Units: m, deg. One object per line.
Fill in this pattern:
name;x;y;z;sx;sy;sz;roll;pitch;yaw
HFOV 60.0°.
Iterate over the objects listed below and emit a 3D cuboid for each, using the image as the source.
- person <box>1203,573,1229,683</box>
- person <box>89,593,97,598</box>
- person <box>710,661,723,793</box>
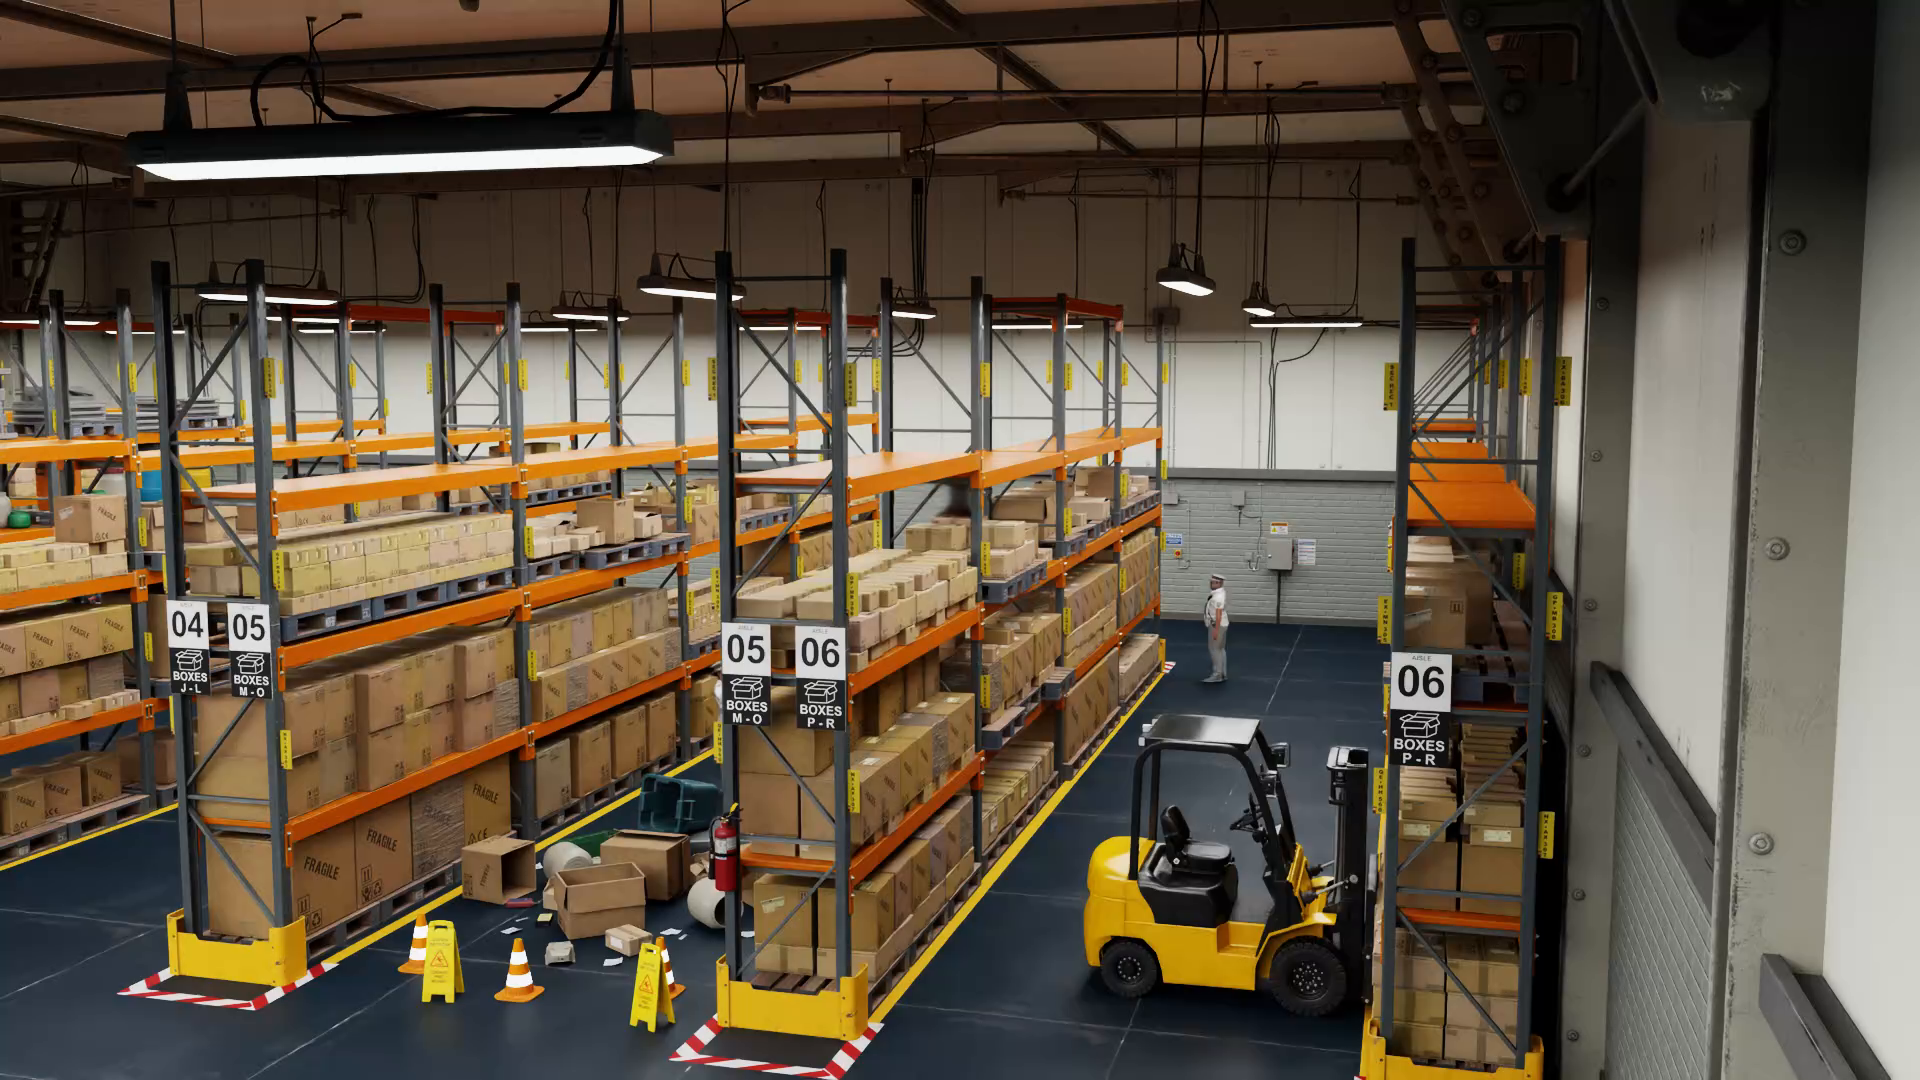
person;4.182;1.417;27.104;0.401;1.772;0.604;2;6;15
person;-15.250;1.185;29.711;0.677;1.678;1.034;1;6;14
person;-2.724;2.245;19.791;0.470;1.674;0.526;-1;6;-12
